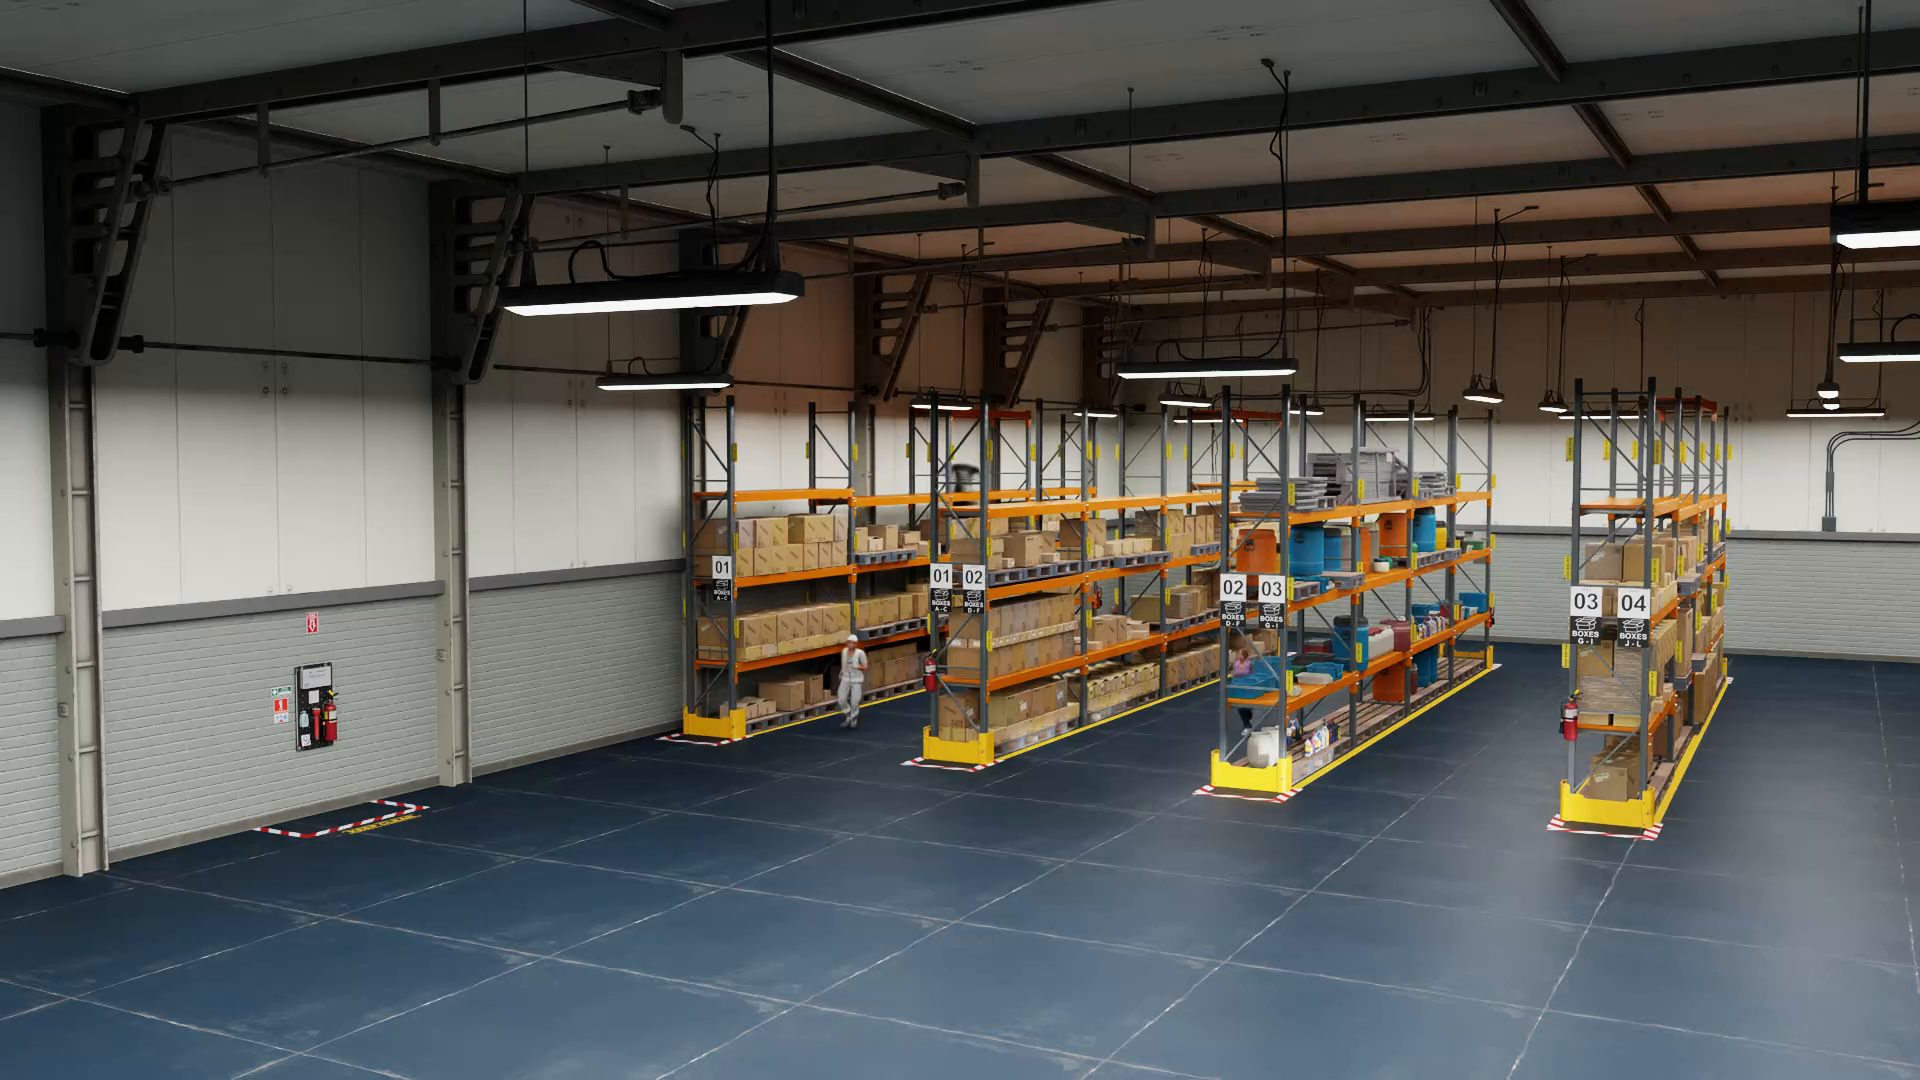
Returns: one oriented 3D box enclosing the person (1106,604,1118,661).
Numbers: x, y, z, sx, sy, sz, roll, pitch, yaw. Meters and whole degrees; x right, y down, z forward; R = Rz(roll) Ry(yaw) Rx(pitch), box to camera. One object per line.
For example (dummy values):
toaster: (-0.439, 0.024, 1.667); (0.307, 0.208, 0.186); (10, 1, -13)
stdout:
person: (3.505, 2.228, 37.433); (0.523, 1.595, 0.835); (2, 4, 35)

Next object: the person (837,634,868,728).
person: (-1.929, 2.561, 29.952); (0.600, 1.739, 0.859); (1, 3, 11)

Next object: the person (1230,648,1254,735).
person: (5.054, 2.678, 29.443); (0.579, 1.556, 0.524); (2, 3, 28)
